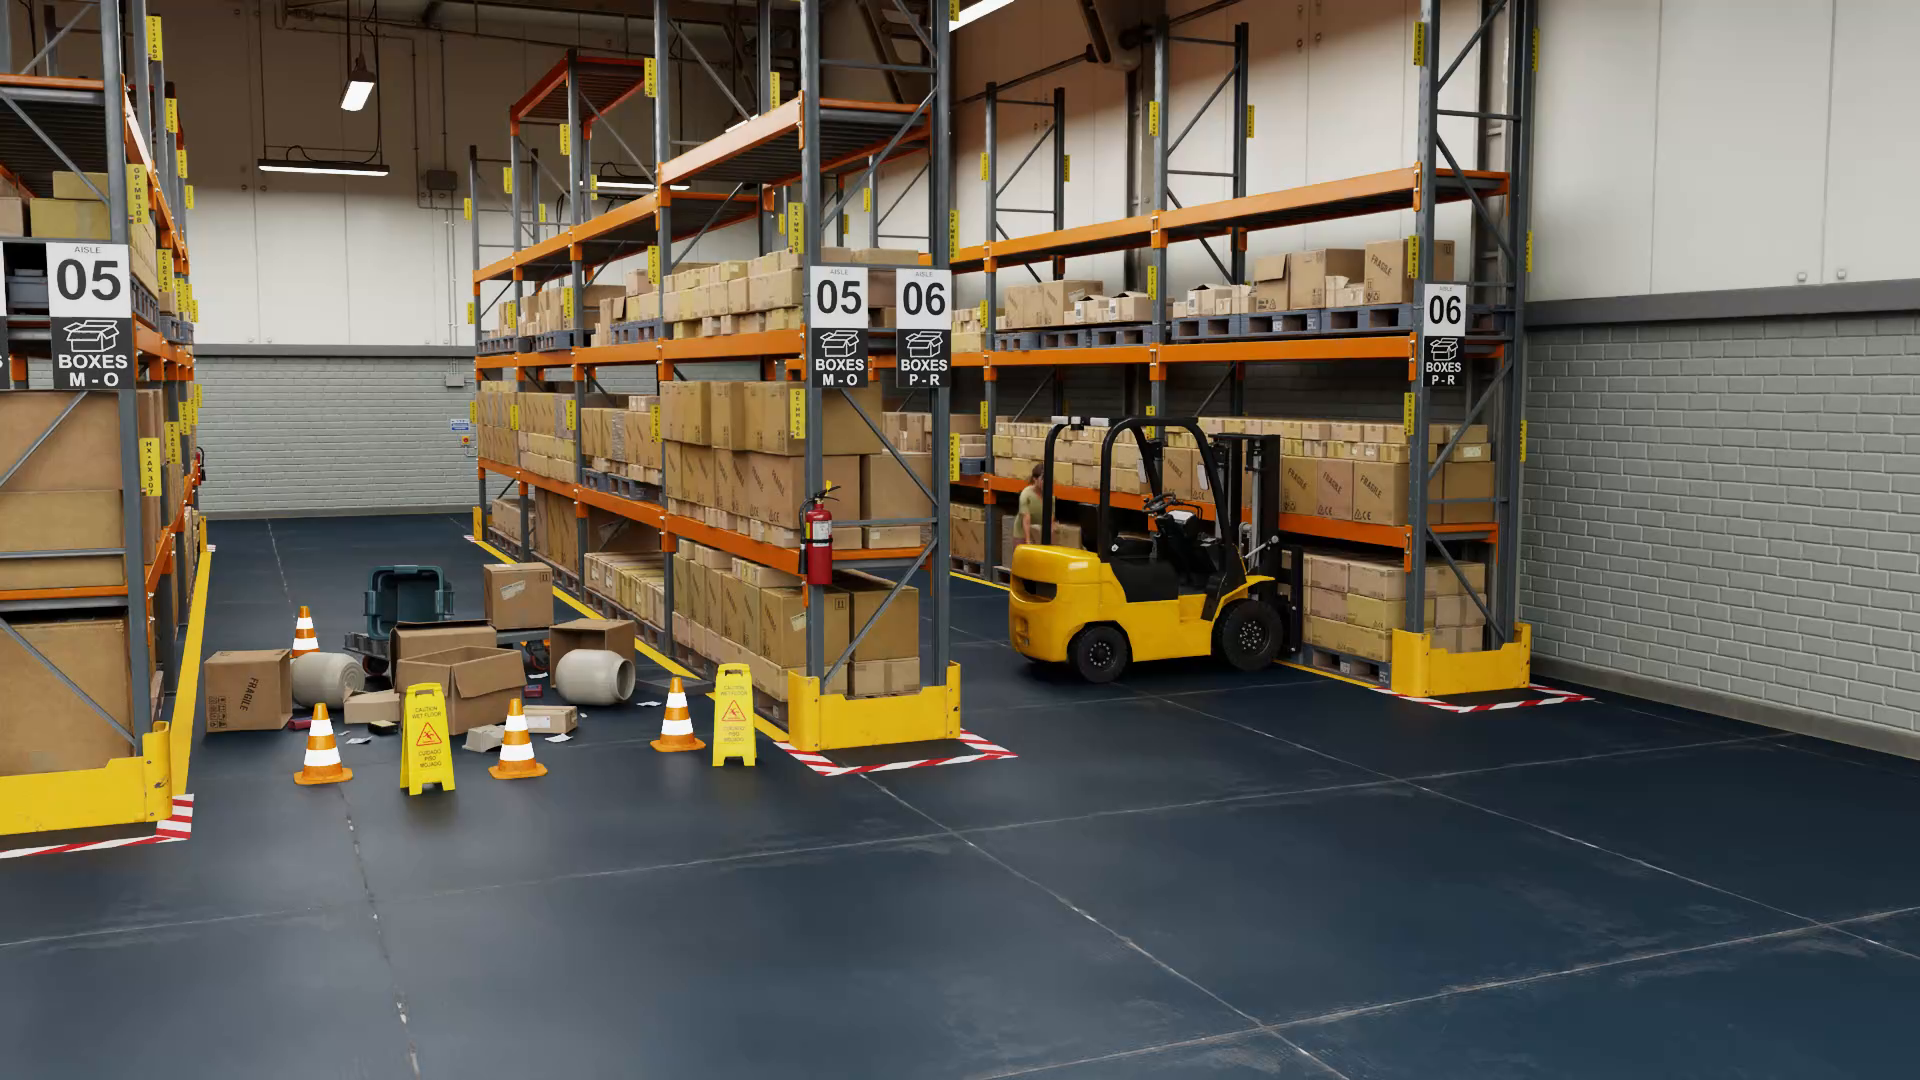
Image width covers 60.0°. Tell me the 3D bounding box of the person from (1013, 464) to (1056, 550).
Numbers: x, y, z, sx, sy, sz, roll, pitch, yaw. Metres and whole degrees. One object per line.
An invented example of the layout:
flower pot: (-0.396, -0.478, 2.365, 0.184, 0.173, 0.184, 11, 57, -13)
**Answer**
person: (0.774, 0.027, 16.985, 0.404, 1.623, 0.533, -3, 6, -25)
